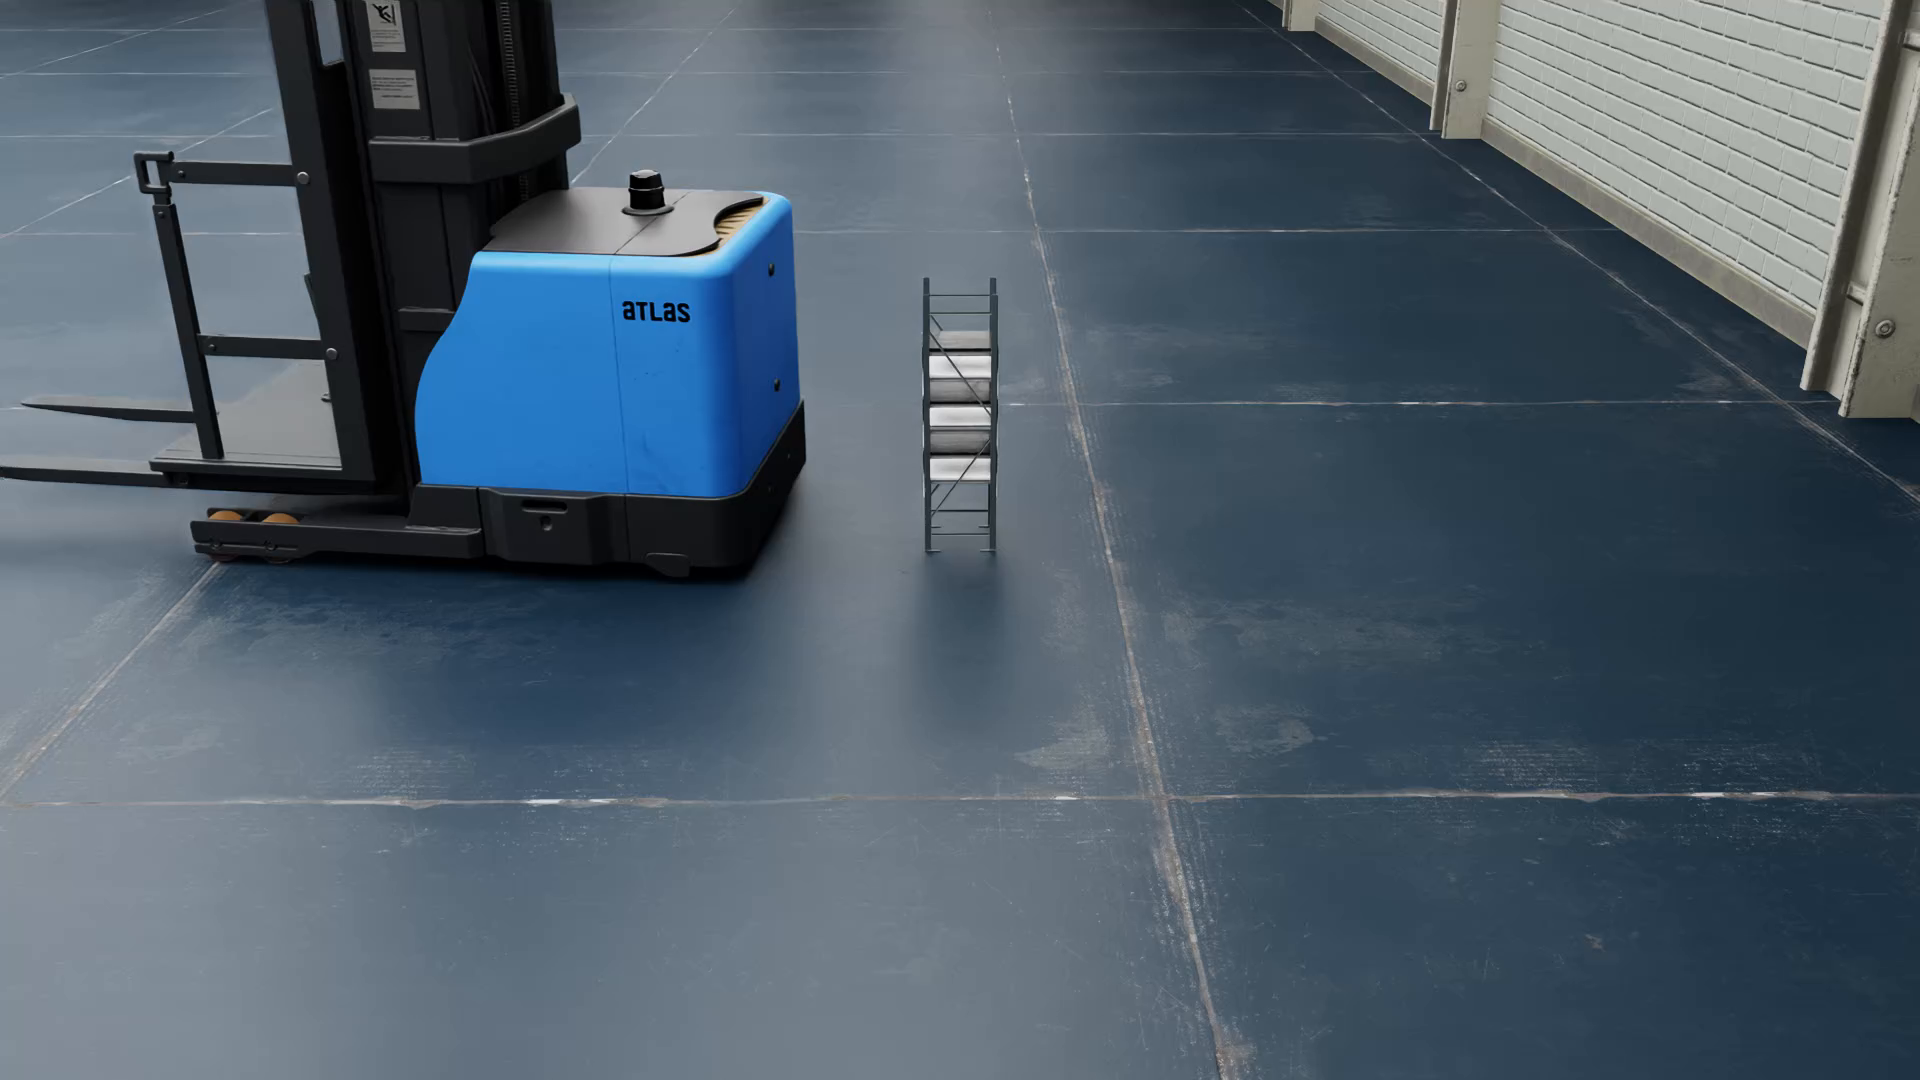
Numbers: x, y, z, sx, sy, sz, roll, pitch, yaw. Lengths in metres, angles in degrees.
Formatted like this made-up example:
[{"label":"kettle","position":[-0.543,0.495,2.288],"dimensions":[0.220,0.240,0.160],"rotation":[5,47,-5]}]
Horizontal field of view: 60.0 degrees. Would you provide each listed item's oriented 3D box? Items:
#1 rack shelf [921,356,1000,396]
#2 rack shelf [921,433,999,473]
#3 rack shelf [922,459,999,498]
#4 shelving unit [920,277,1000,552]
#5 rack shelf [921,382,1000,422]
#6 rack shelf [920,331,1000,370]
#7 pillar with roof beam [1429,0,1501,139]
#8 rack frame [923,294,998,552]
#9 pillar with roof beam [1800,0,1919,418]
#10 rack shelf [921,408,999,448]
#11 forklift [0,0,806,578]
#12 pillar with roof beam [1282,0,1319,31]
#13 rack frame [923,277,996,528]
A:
[{"label":"rack shelf","position":[0.000,-0.547,5.512],"dimensions":[0.258,0.077,0.200],"rotation":[0,24,-1]},{"label":"rack shelf","position":[0.000,-0.301,5.623],"dimensions":[0.258,0.077,0.200],"rotation":[0,24,-1]},{"label":"rack shelf","position":[0.000,-0.219,5.660],"dimensions":[0.258,0.077,0.200],"rotation":[0,24,-1]},{"label":"shelving unit","position":[0.000,-0.413,5.572],"dimensions":[0.258,0.900,0.210],"rotation":[0,24,-1]},{"label":"rack shelf","position":[0.000,-0.465,5.549],"dimensions":[0.258,0.077,0.200],"rotation":[0,24,-1]},{"label":"rack shelf","position":[0.000,-0.629,5.474],"dimensions":[0.258,0.077,0.200],"rotation":[0,24,-1]},{"label":"pillar with roof beam","position":[-0.566,-7.141,10.619],"dimensions":[9.100,9.000,0.400],"rotation":[0,24,-1]},{"label":"rack frame","position":[0.001,-0.371,5.479],"dimensions":[0.240,0.900,0.006],"rotation":[0,24,-1]},{"label":"pillar with roof beam","position":[-0.501,-4.669,5.153],"dimensions":[9.100,9.000,0.400],"rotation":[0,24,-1]},{"label":"rack shelf","position":[0.000,-0.383,5.586],"dimensions":[0.258,0.077,0.200],"rotation":[0,24,-1]},{"label":"forklift","position":[-2.132,-1.467,5.436],"dimensions":[3.031,2.935,1.130],"rotation":[3,25,6]},{"label":"pillar with roof beam","position":[-0.632,-9.614,16.086],"dimensions":[9.100,9.000,0.400],"rotation":[0,24,-1]},{"label":"rack frame","position":[-0.001,-0.455,5.665],"dimensions":[0.240,0.900,0.006],"rotation":[0,24,-1]}]
